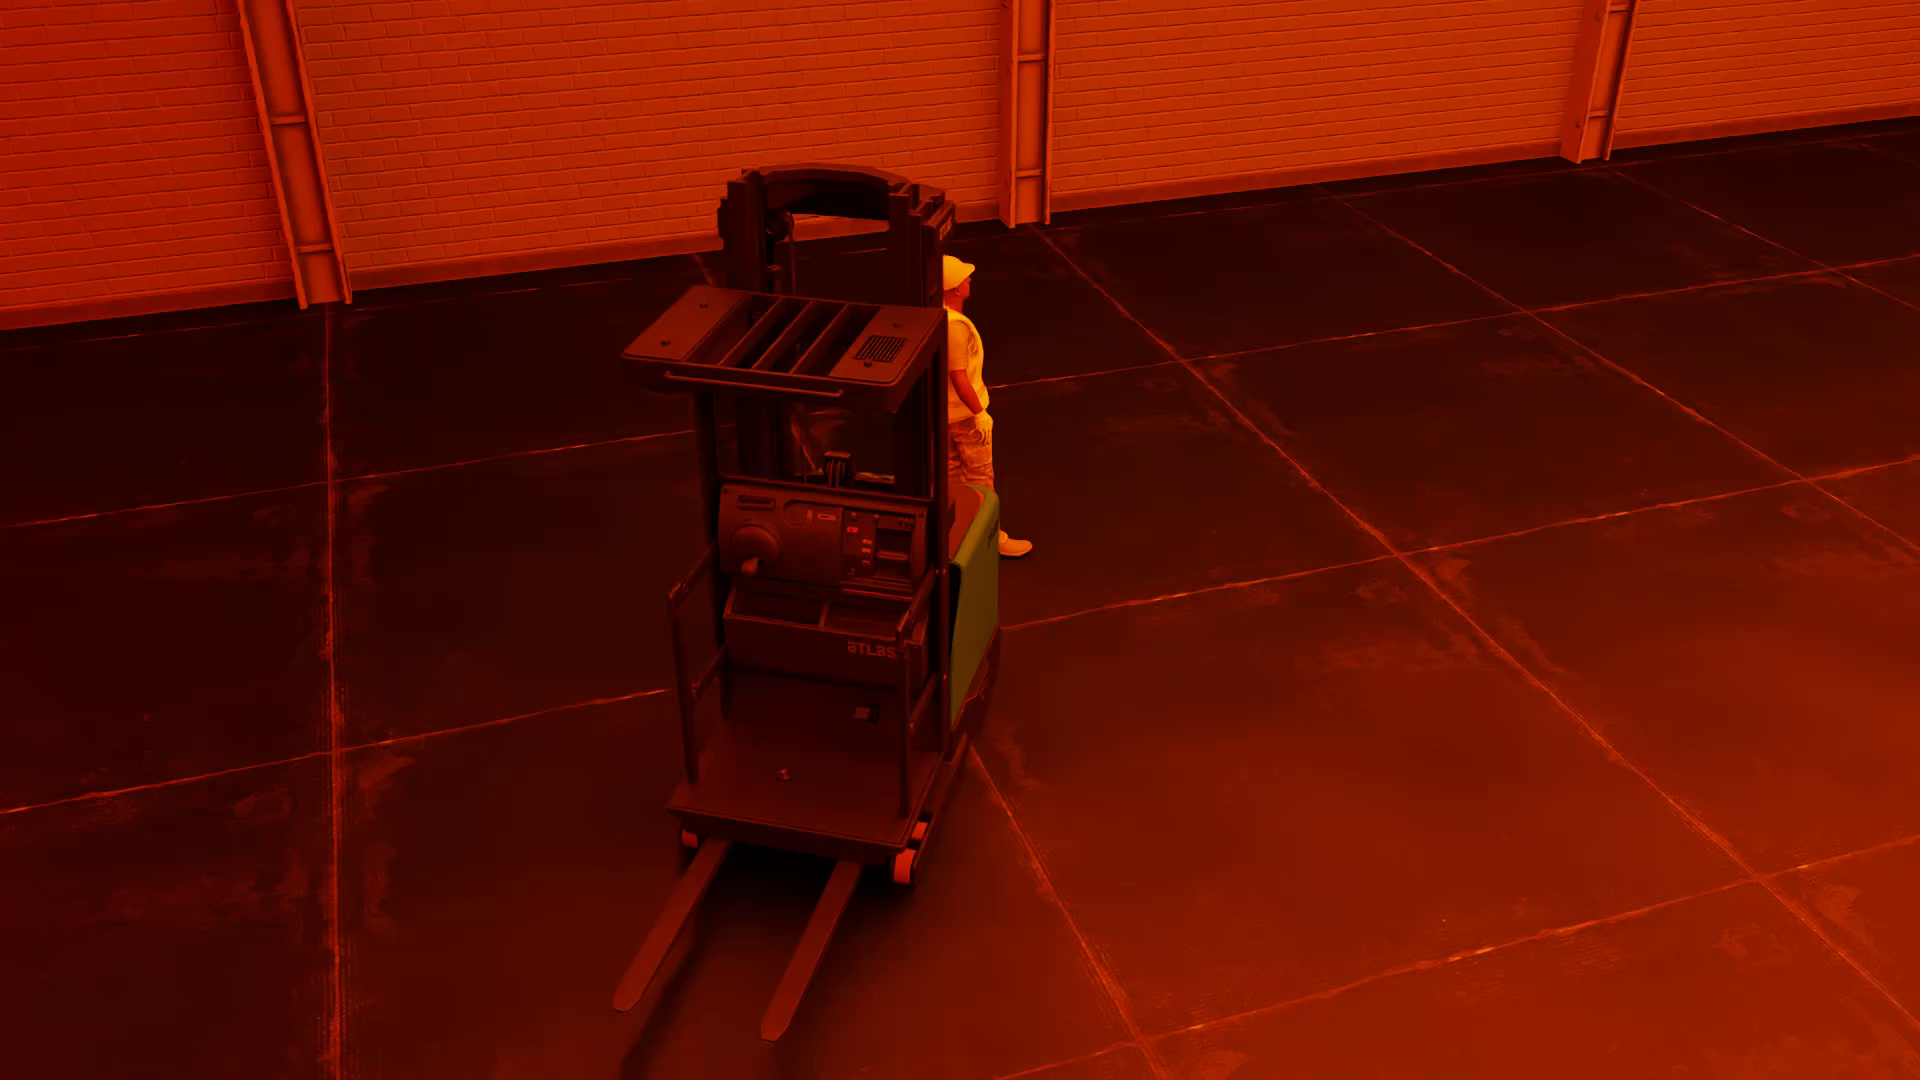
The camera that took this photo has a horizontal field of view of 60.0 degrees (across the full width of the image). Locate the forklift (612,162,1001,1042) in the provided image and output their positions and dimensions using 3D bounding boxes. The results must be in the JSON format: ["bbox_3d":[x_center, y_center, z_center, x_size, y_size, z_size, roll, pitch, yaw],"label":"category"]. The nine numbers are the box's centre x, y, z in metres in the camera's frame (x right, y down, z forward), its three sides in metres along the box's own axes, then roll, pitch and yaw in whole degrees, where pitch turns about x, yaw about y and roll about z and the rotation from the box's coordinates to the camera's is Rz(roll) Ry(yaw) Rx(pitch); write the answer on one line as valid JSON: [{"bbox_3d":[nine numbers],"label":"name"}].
[{"bbox_3d":[-0.649,0.046,7.006,1.130,2.935,3.031,7,31,12],"label":"forklift"}]

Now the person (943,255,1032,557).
[{"bbox_3d":[0.071,-0.787,9.591,0.577,1.781,0.656,-10,31,-16],"label":"person"}]
